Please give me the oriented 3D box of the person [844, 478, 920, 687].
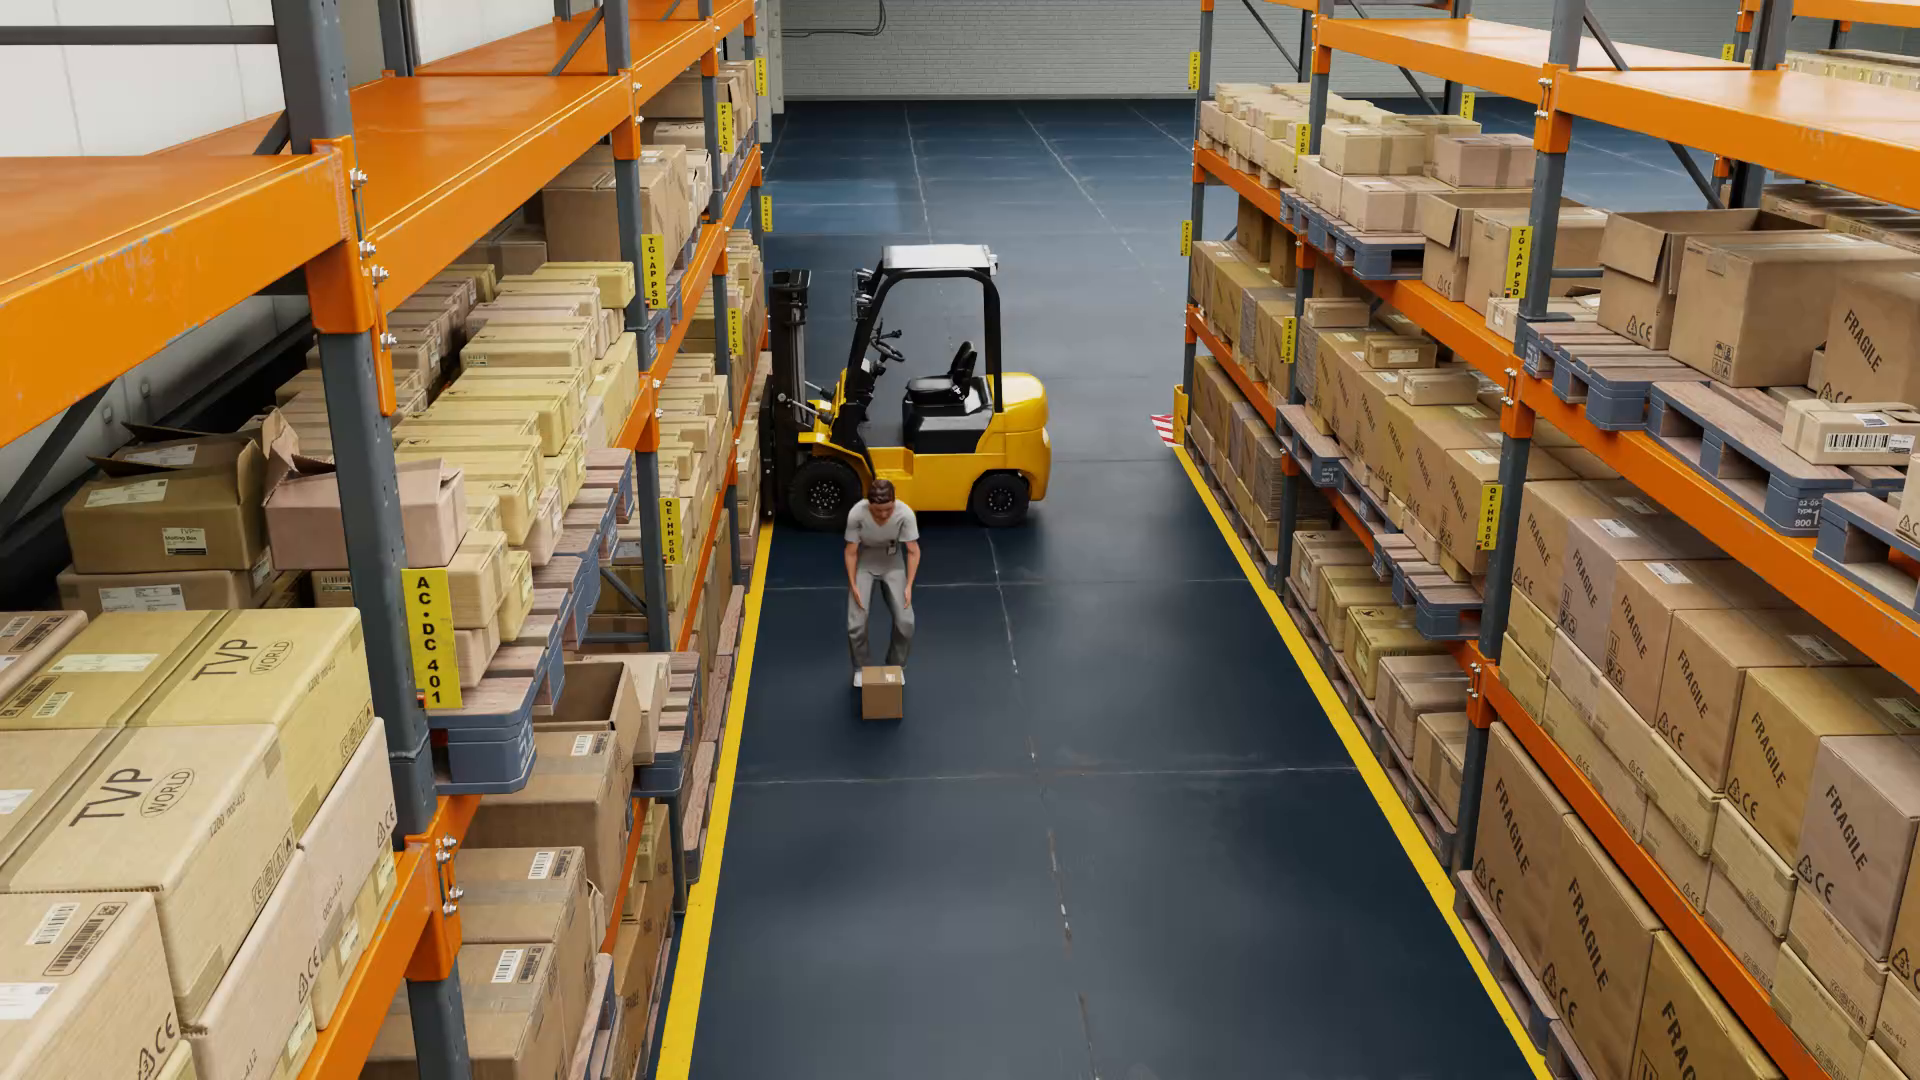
[{"bbox_3d":[-0.498,0.247,10.723,0.488,1.469,0.575,-1,20,-3],"label":"person"}]
